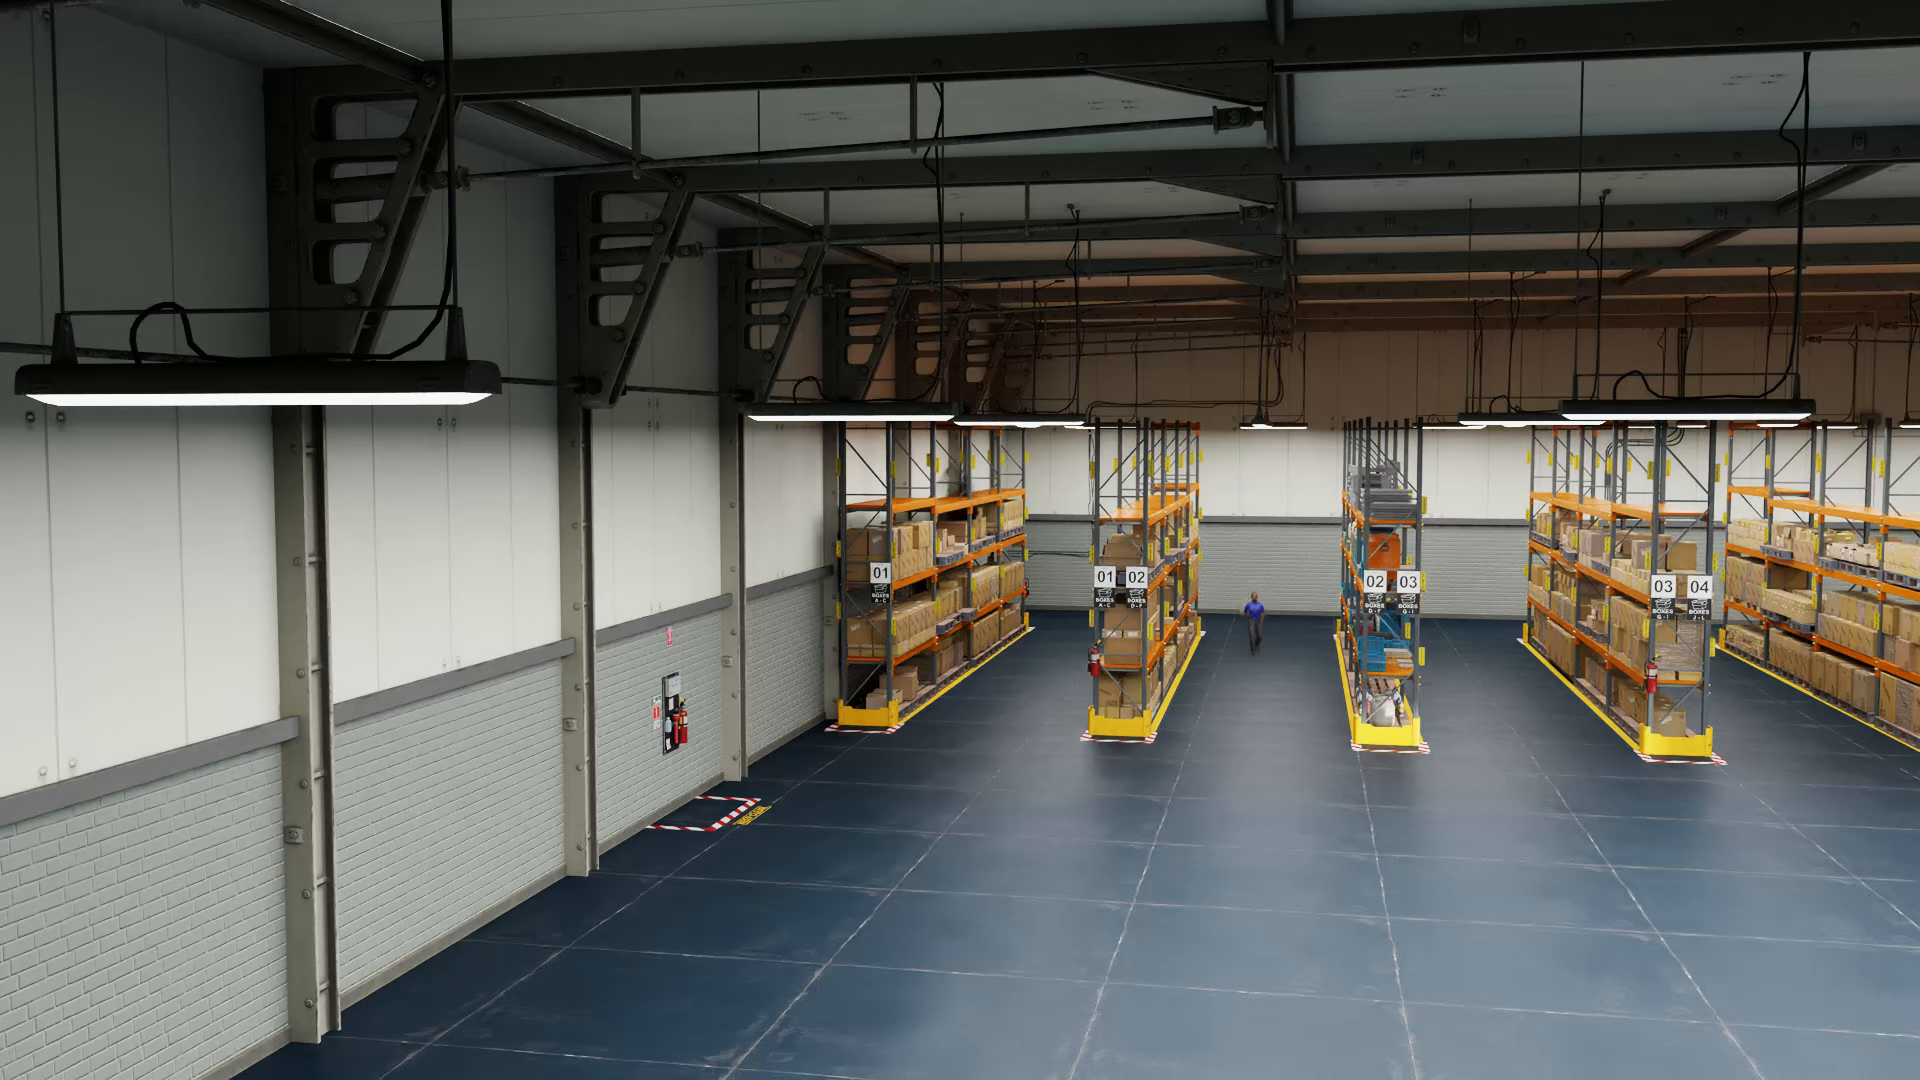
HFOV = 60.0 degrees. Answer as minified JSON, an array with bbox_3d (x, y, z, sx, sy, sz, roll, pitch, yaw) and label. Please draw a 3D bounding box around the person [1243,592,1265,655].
[{"bbox_3d":[7.558,2.151,42.612,0.570,1.609,0.547,0,4,2],"label":"person"}]
